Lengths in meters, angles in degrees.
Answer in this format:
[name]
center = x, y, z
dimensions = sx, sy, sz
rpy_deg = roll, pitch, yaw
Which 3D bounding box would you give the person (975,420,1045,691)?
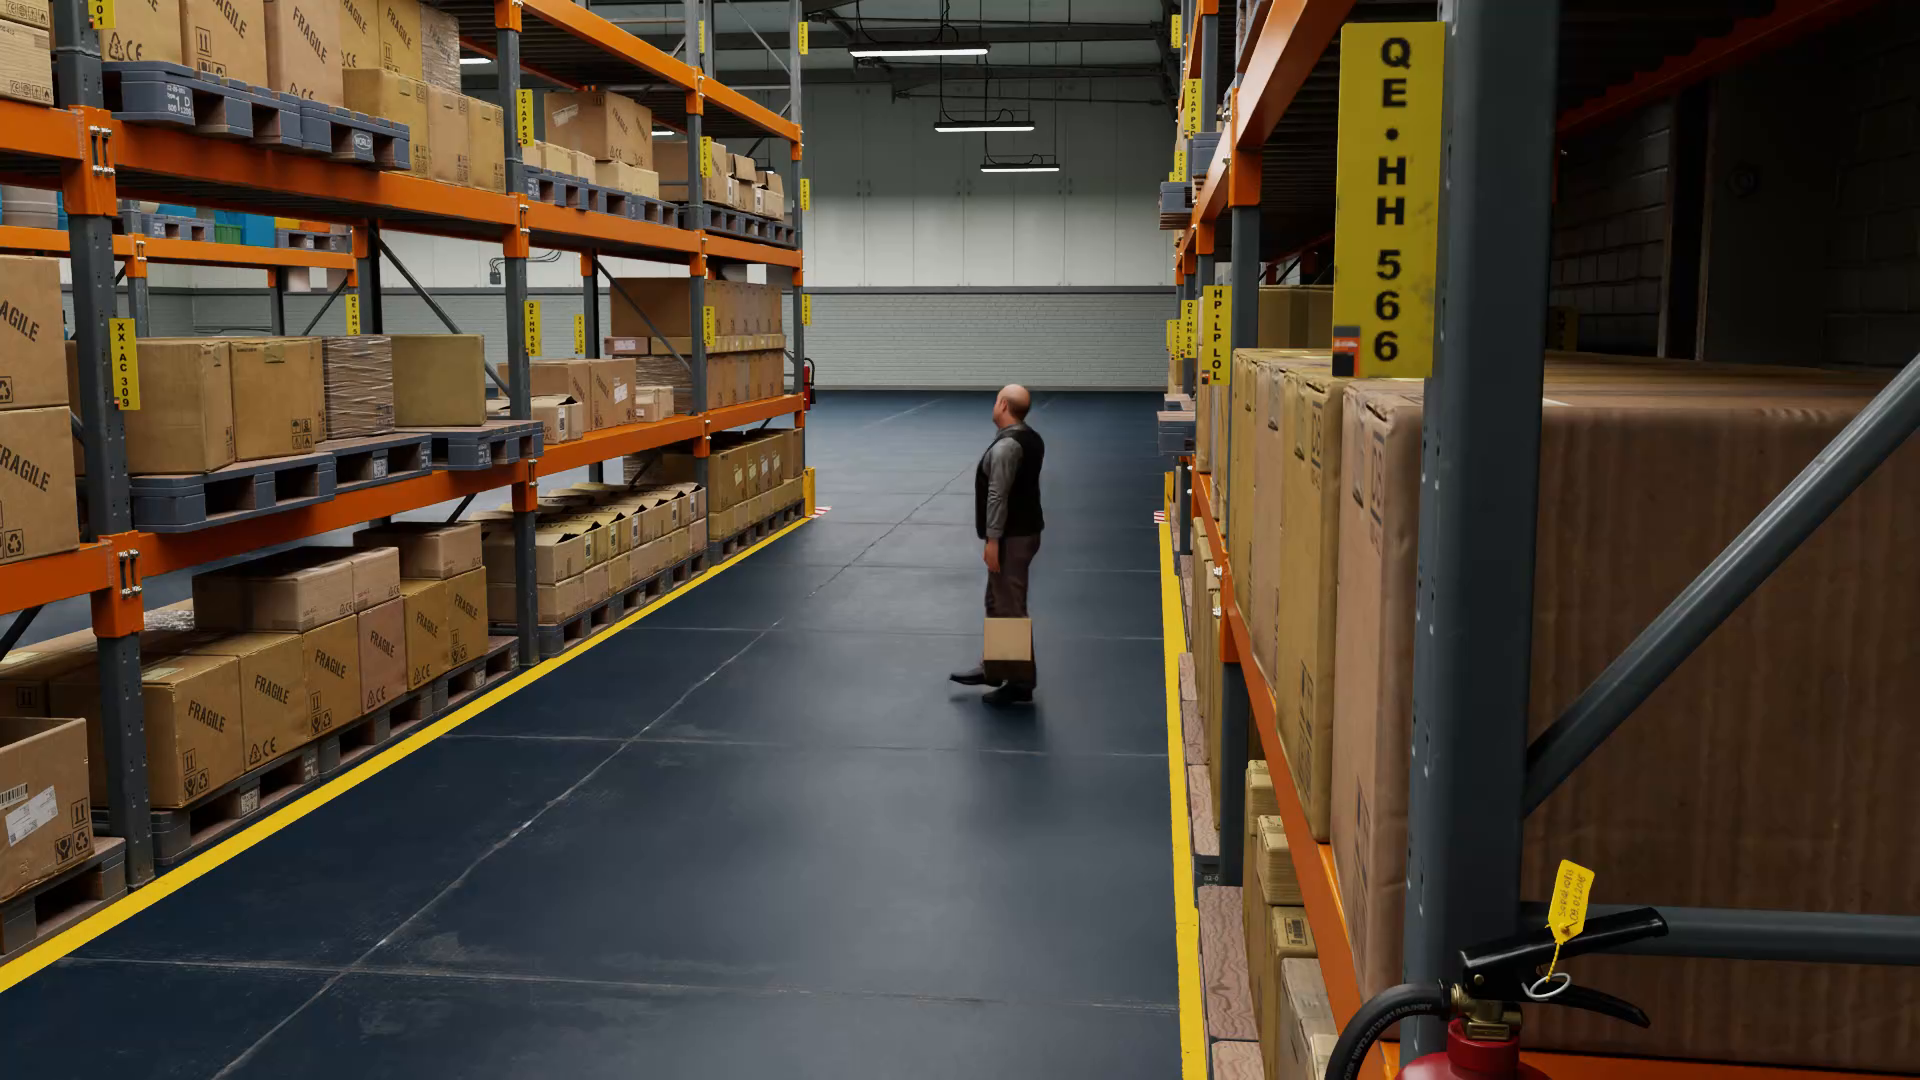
[person]
center = 0.257, 0.078, 9.142
dimensions = 0.385, 1.470, 0.564
rpy_deg = 2, 8, 13
